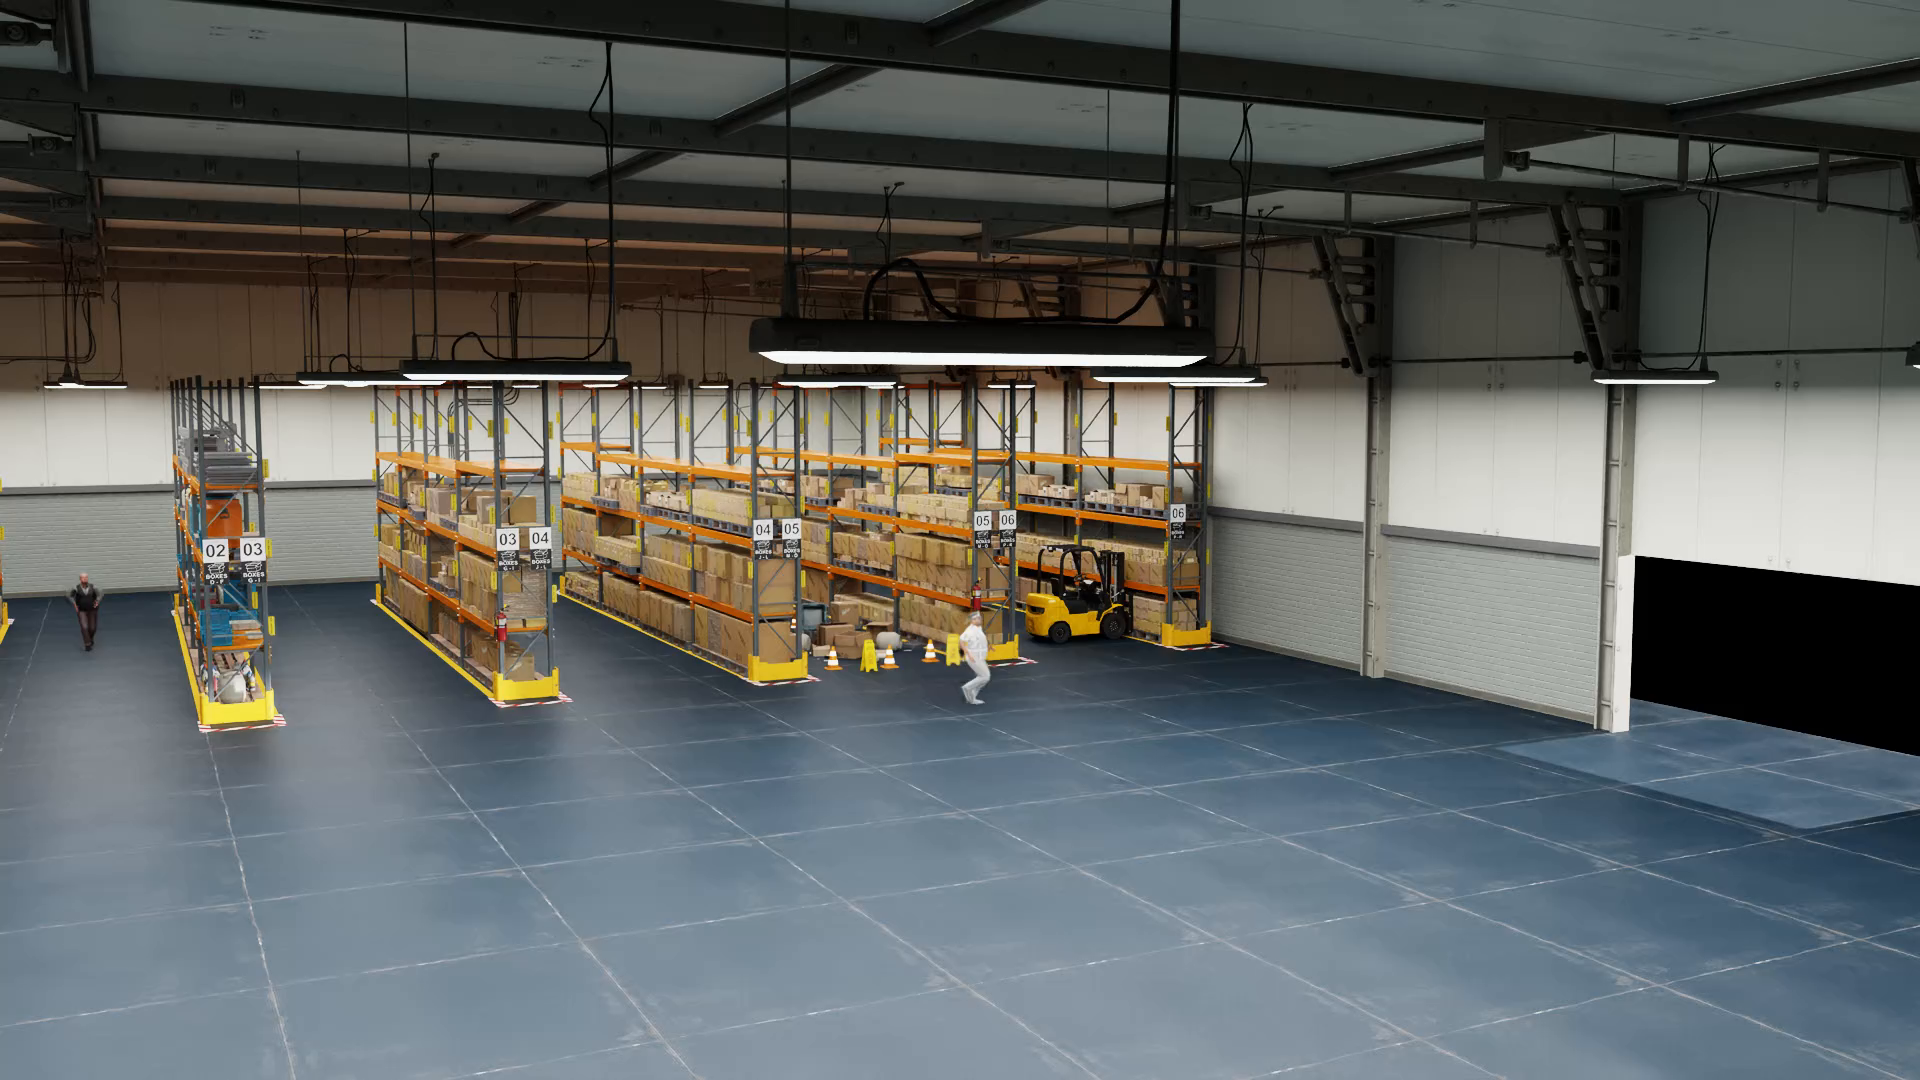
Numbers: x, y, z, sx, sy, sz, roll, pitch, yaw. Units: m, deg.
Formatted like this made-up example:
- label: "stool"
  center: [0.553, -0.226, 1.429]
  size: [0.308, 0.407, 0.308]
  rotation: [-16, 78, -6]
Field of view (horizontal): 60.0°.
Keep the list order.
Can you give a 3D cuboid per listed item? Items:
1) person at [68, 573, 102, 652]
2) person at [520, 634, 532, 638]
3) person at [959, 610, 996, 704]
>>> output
- label: "person"
  center: [-19.382, 1.587, 36.879]
  size: [0.676, 1.704, 0.818]
  rotation: [-3, 6, -34]
- label: "person"
  center: [-10.049, 1.414, 38.735]
  size: [0.671, 1.740, 0.570]
  rotation: [-3, 6, -30]
- label: "person"
  center: [0.352, 2.150, 30.432]
  size: [0.590, 1.729, 0.664]
  rotation: [2, 5, 18]
